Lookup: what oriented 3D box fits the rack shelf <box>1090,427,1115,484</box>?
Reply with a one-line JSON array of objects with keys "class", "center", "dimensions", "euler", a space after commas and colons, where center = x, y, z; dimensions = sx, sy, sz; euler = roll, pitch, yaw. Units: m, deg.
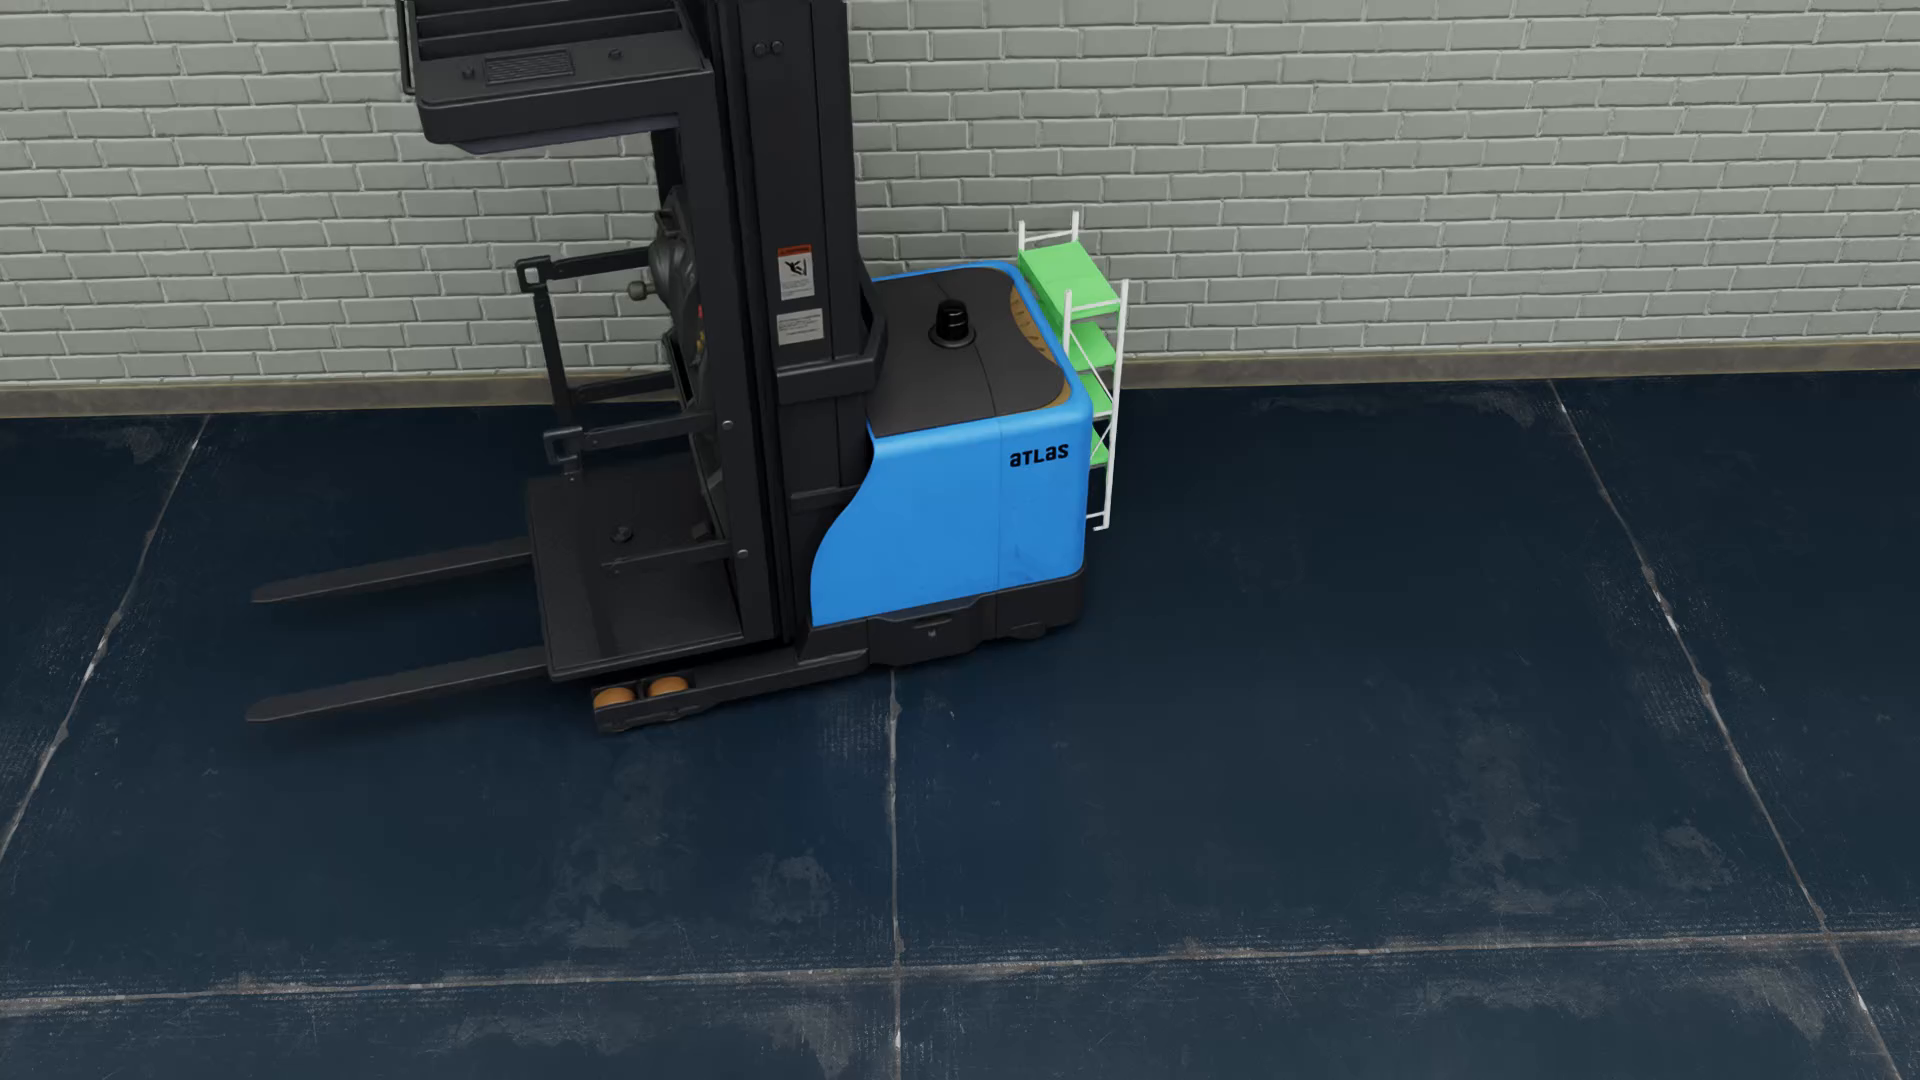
[{"class": "rack shelf", "center": [0.415, -0.403, 6.751], "dimensions": [0.258, 0.148, 0.480], "euler": [-13, 44, -14]}]

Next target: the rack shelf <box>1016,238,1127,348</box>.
[{"class": "rack shelf", "center": [0.415, -0.934, 6.265], "dimensions": [0.258, 0.148, 0.480], "euler": [-13, 44, -14]}]

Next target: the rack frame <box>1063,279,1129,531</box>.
[{"class": "rack frame", "center": [0.492, -0.470, 6.375], "dimensions": [0.240, 1.200, 0.015], "euler": [-13, 44, -14]}]

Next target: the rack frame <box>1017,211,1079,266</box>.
[{"class": "rack frame", "center": [0.337, -0.783, 6.717], "dimensions": [0.240, 1.200, 0.015], "euler": [-13, 44, -14]}]

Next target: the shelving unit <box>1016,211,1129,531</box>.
[{"class": "shelving unit", "center": [0.415, -0.627, 6.546], "dimensions": [0.258, 1.200, 0.503], "euler": [-13, 44, -14]}]

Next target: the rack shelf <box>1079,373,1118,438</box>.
[{"class": "rack shelf", "center": [0.415, -0.580, 6.589], "dimensions": [0.258, 0.148, 0.480], "euler": [-13, 44, -14]}]

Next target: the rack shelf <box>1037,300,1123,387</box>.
[{"class": "rack shelf", "center": [0.415, -0.757, 6.427], "dimensions": [0.258, 0.148, 0.480], "euler": [-13, 44, -14]}]

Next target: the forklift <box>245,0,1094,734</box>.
[{"class": "forklift", "center": [-1.101, -0.788, 5.440], "dimensions": [3.031, 2.935, 1.130], "euler": [-11, 44, -12]}]
